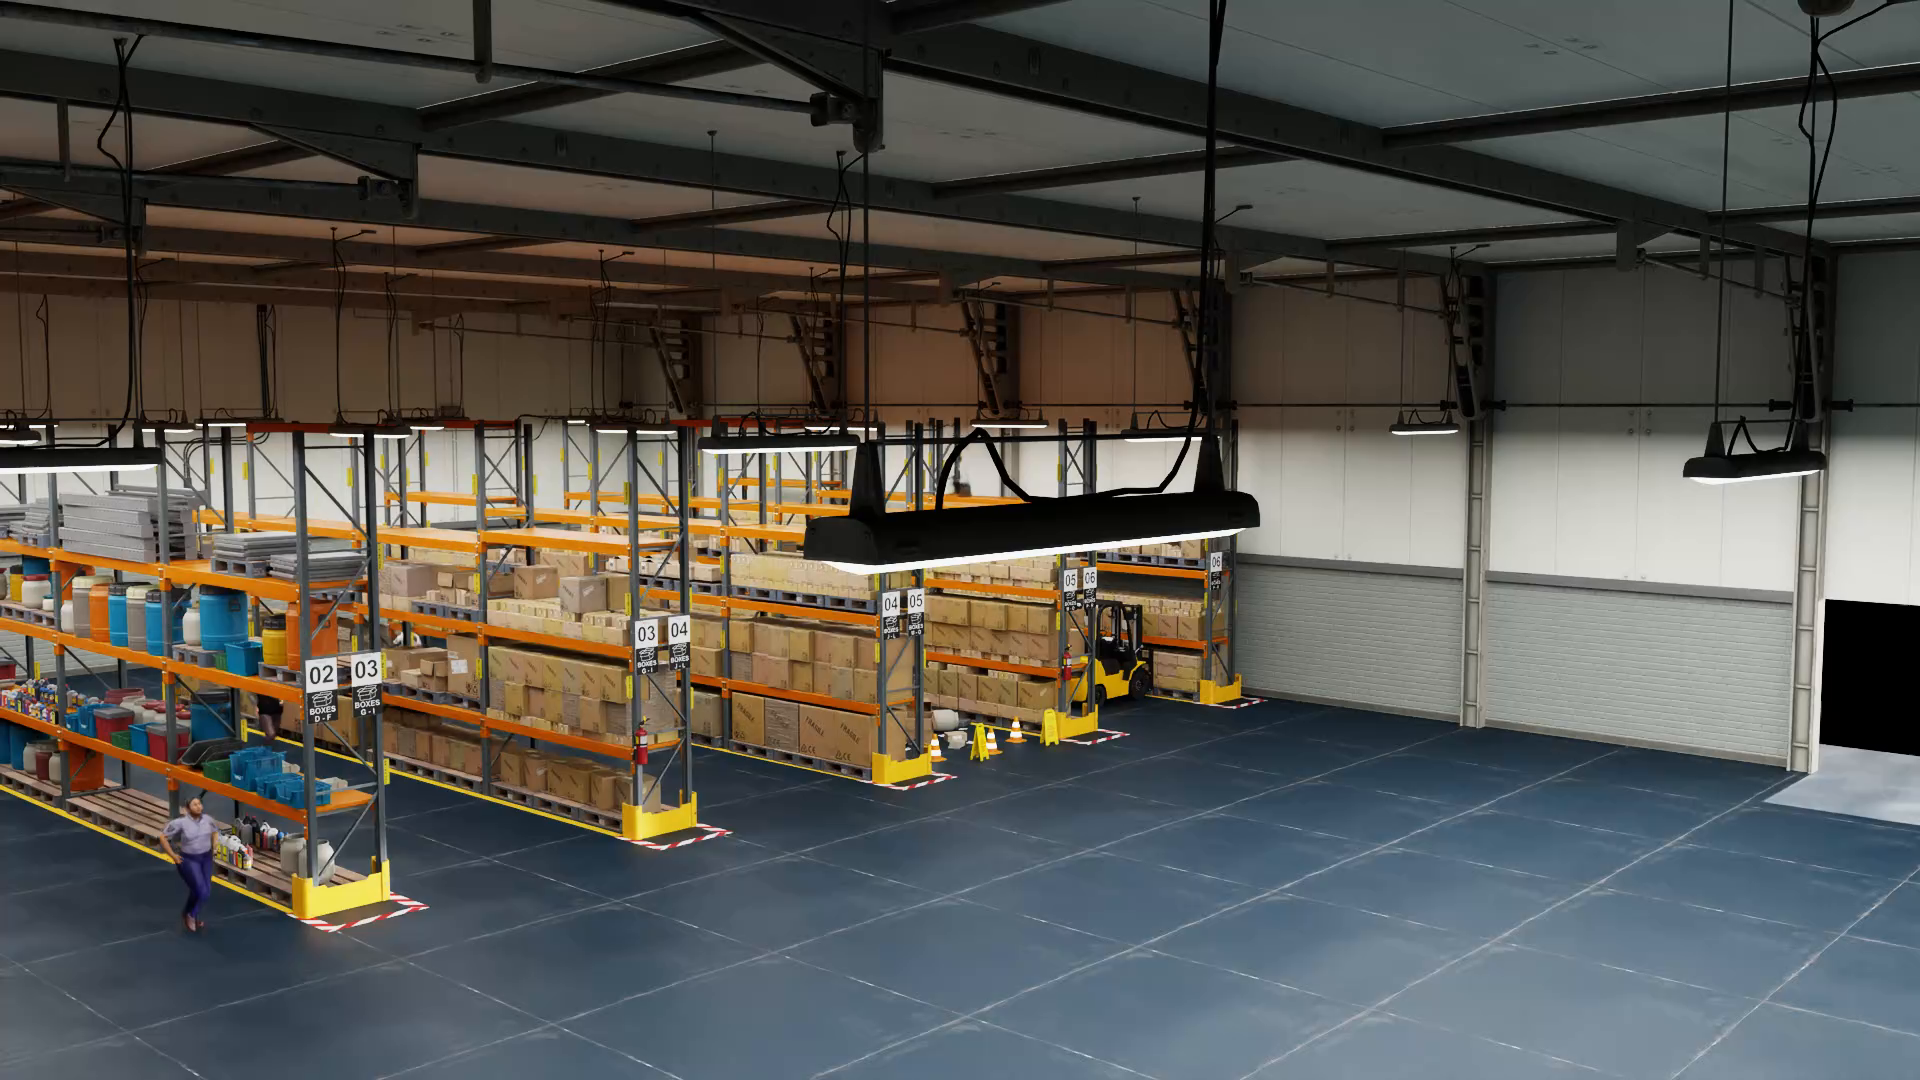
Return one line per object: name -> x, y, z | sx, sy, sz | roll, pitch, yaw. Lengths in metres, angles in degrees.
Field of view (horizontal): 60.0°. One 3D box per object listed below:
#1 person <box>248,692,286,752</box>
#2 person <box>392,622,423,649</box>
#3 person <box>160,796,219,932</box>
person -> -12.115, 3.086, 29.199 | 0.814, 1.772, 0.650 | 5, 7, 45
person -> -11.774, 2.560, 35.526 | 0.574, 1.683, 0.920 | -4, 6, -43
person -> -9.161, 3.890, 19.969 | 0.585, 1.611, 0.675 | 3, 5, 31
